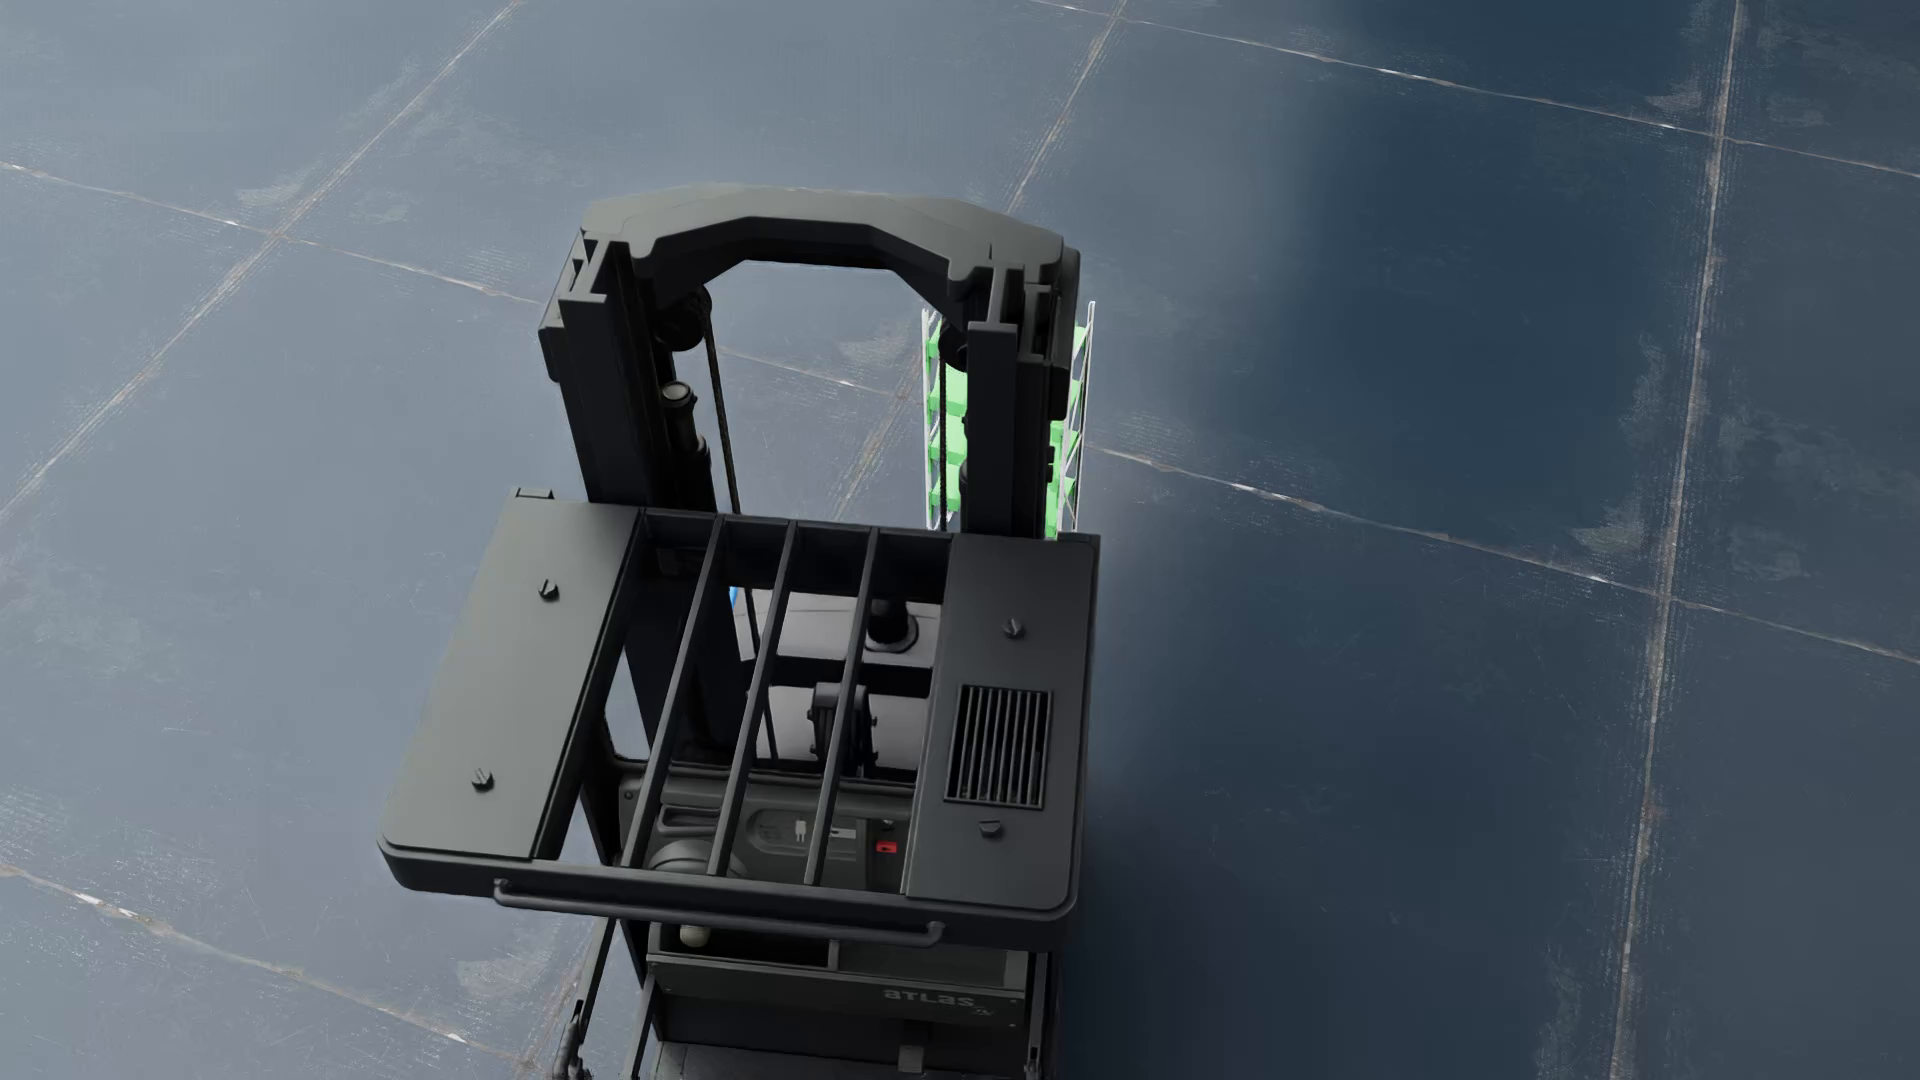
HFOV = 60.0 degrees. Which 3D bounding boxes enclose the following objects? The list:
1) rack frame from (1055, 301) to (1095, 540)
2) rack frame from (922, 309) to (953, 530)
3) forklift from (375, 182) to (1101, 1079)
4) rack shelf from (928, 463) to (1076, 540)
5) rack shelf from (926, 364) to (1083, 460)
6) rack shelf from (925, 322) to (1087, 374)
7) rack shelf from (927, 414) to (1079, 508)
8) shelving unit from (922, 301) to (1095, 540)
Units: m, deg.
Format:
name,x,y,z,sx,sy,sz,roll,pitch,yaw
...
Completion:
name,x,y,z,sx,sy,sz,roll,pitch,yaw
rack frame,0.384,-0.286,5.704,0.015,1.200,0.240,16,51,13
rack frame,-0.074,-0.414,5.814,0.015,1.200,0.240,16,51,13
forklift,-0.318,0.848,3.575,1.130,2.935,3.031,5,49,4
rack shelf,0.155,-0.151,5.989,0.480,0.148,0.258,16,51,13
rack shelf,0.155,-0.465,5.626,0.480,0.148,0.258,16,51,13
rack shelf,0.155,-0.622,5.445,0.480,0.148,0.258,16,51,13
rack shelf,0.155,-0.308,5.807,0.480,0.148,0.258,16,51,13
shelving unit,0.155,-0.350,5.759,0.503,1.200,0.258,16,51,13
